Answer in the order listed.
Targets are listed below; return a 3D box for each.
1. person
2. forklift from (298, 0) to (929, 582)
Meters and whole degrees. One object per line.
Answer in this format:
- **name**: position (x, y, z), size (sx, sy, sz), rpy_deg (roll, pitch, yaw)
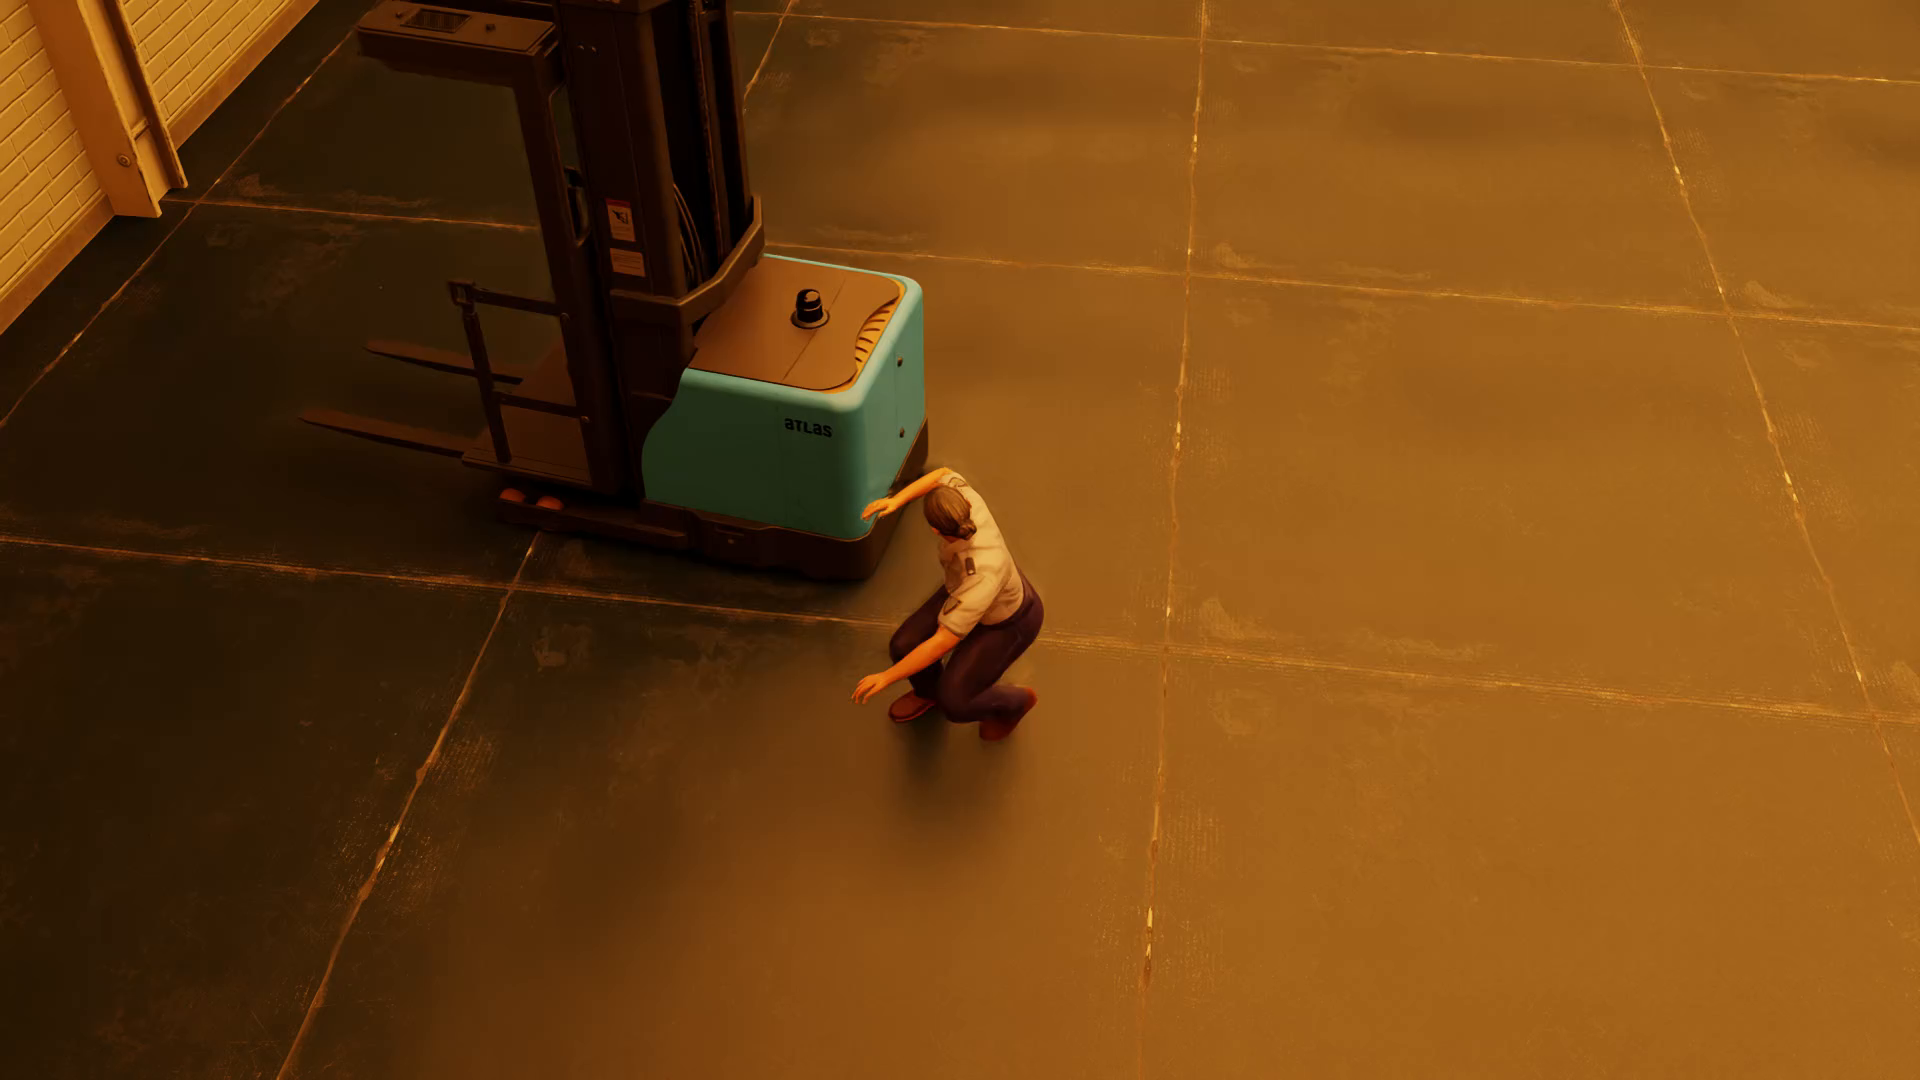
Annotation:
- **person**: position (-0.117, 0.313, 6.554), size (0.922, 1.375, 0.730), rpy_deg (-20, 46, -21)
- **forklift**: position (-1.732, -1.454, 7.308), size (3.031, 2.935, 1.130), rpy_deg (11, 44, 12)
